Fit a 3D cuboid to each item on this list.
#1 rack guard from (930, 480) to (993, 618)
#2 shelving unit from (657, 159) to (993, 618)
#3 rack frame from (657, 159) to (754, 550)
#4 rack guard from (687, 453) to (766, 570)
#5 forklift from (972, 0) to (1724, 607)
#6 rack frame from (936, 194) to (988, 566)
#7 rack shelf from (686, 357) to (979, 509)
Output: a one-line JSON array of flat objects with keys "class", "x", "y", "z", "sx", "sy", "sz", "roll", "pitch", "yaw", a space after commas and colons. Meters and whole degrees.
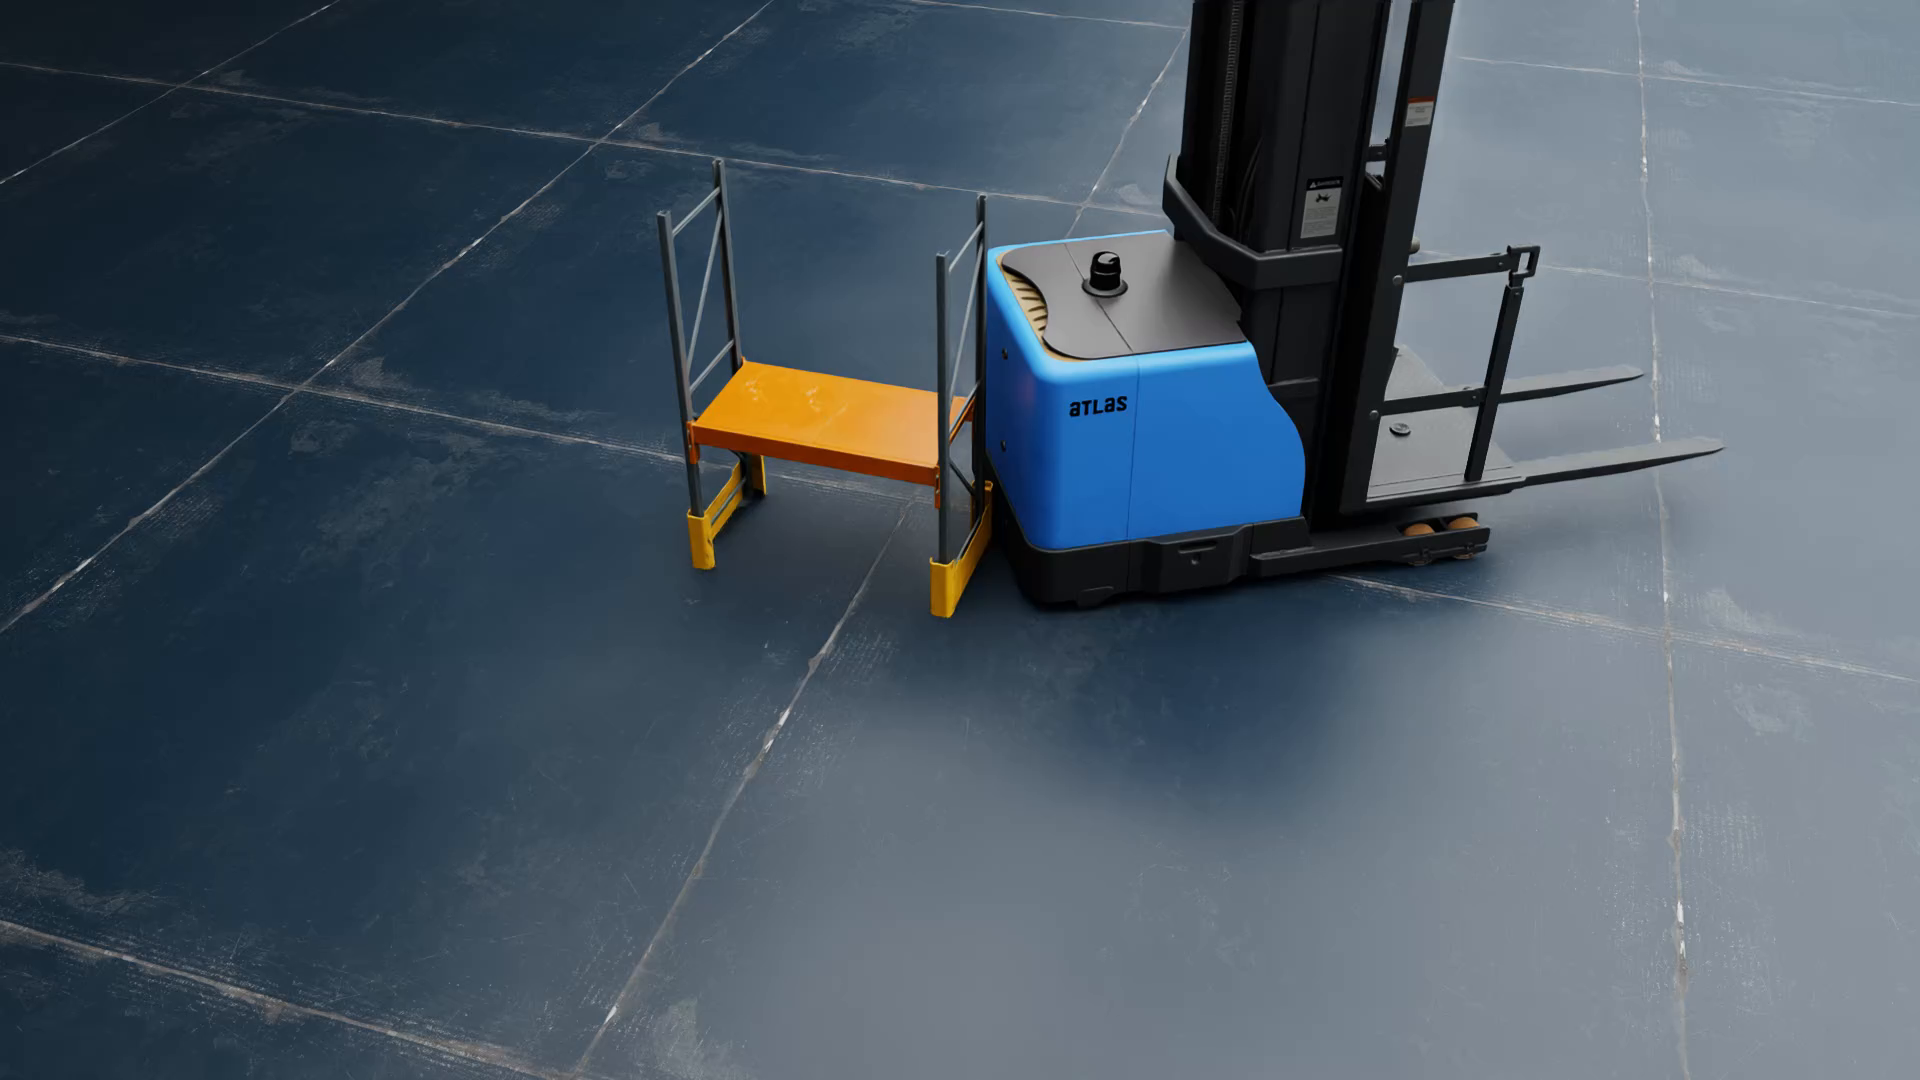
[{"class": "rack guard", "x": 0.009, "y": 0.028, "z": 6.501, "sx": 0.087, "sy": 0.250, "sz": 0.587, "roll": 11, "pitch": 38, "yaw": 14}, {"class": "shelving unit", "x": -0.465, "y": -0.565, "z": 6.252, "sx": 1.083, "sy": 1.500, "sz": 0.587, "roll": 11, "pitch": 38, "yaw": 14}, {"class": "rack frame", "x": -0.959, "y": -0.657, "z": 6.378, "sx": 0.032, "sy": 1.500, "sz": 0.500, "roll": 11, "pitch": 38, "yaw": 14}, {"class": "rack guard", "x": -0.940, "y": -0.151, "z": 6.744, "sx": 0.087, "sy": 0.250, "sz": 0.587, "roll": 11, "pitch": 38, "yaw": 14}, {"class": "forklift", "x": 1.623, "y": -1.376, "z": 6.147, "sx": 3.031, "sy": 2.935, "sz": 1.130, "roll": -8, "pitch": 37, "yaw": -10}, {"class": "rack frame", "x": 0.011, "y": -0.475, "z": 6.131, "sx": 0.032, "sy": 1.500, "sz": 0.500, "roll": 11, "pitch": 38, "yaw": 14}, {"class": "rack shelf", "x": -0.474, "y": -0.422, "z": 6.361, "sx": 1.000, "sy": 0.185, "sz": 0.538, "roll": 11, "pitch": 38, "yaw": 14}]
